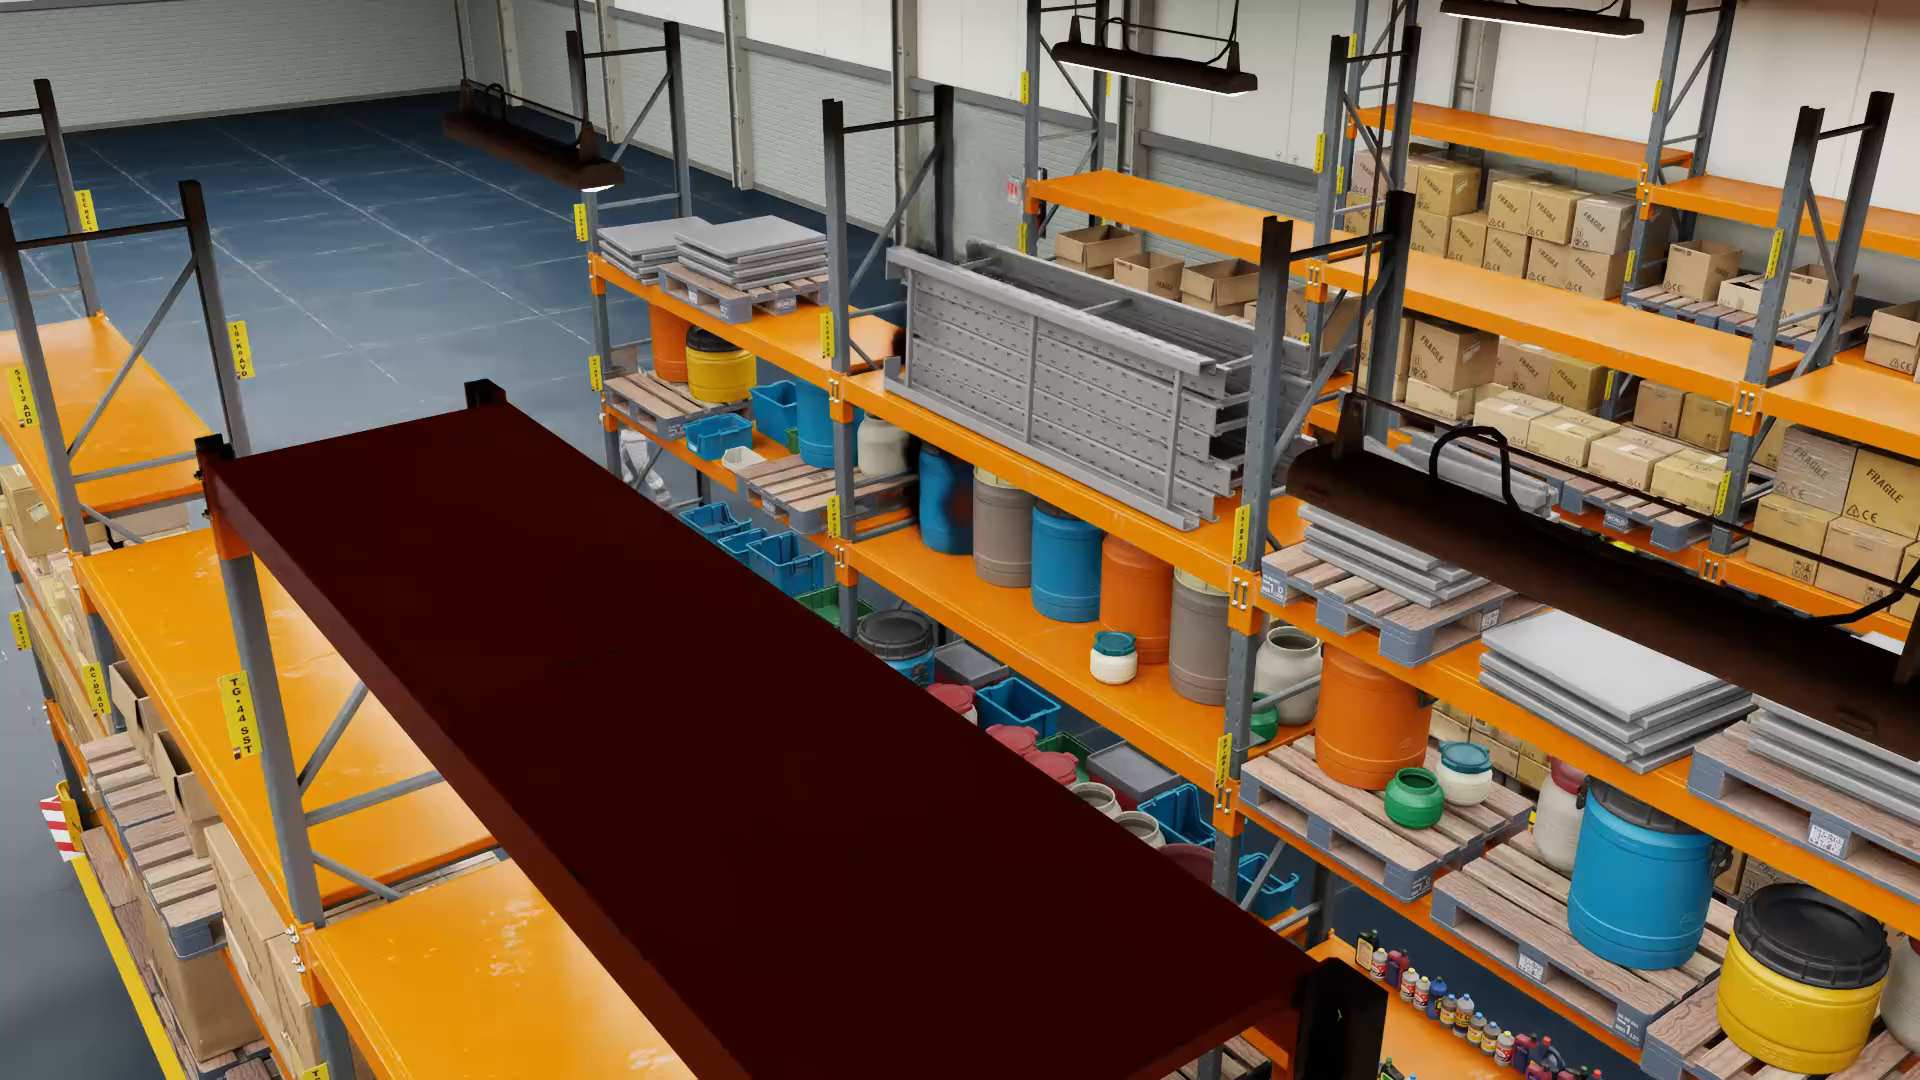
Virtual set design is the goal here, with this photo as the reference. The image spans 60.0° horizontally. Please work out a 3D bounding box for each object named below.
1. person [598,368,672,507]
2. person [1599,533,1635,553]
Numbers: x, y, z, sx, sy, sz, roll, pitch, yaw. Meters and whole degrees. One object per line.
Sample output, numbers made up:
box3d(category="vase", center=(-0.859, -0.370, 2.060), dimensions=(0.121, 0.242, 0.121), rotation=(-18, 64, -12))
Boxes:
box3d(category="person", center=(-3.801, -1.162, 19.374), dimensions=(0.758, 1.839, 0.646), rotation=(-5, 25, -11))
box3d(category="person", center=(6.117, 0.545, 15.736), dimensions=(0.703, 1.757, 0.853), rotation=(-22, 33, -39))
